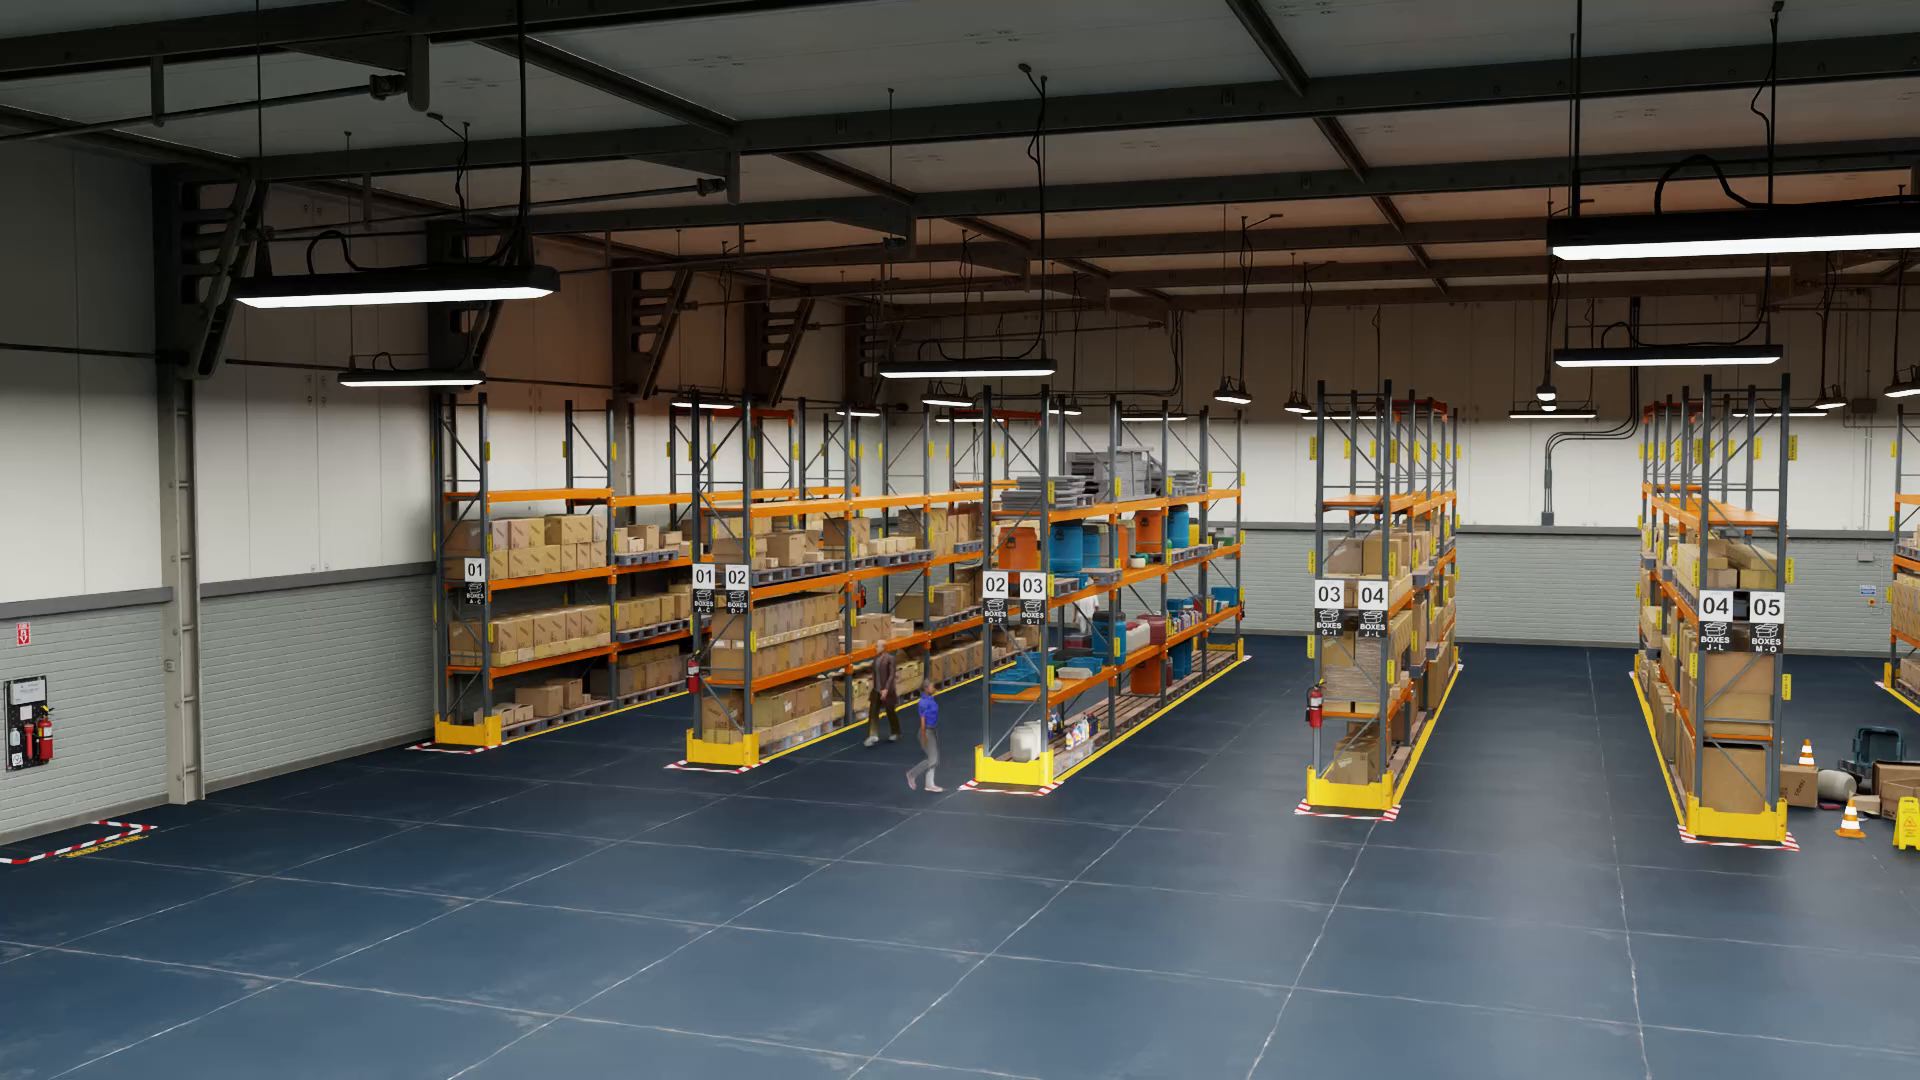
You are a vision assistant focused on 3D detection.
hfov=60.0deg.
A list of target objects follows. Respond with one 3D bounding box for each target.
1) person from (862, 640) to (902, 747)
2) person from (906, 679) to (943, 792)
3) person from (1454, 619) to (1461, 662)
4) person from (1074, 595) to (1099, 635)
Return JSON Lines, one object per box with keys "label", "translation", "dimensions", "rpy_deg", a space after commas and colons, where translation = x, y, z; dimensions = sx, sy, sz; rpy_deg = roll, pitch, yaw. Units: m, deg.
{"label": "person", "translation": [-1.358, 2.604, 28.518], "dimensions": [0.621, 1.789, 0.875], "rpy_deg": [3, 4, 40]}
{"label": "person", "translation": [-0.514, 2.861, 24.366], "dimensions": [0.527, 1.652, 0.478], "rpy_deg": [1, 3, 11]}
{"label": "person", "translation": [11.588, 2.076, 39.662], "dimensions": [0.527, 1.609, 1.017], "rpy_deg": [-2, 3, -27]}
{"label": "person", "translation": [3.156, 1.926, 41.267], "dimensions": [0.621, 1.735, 0.945], "rpy_deg": [0, 3, -3]}
